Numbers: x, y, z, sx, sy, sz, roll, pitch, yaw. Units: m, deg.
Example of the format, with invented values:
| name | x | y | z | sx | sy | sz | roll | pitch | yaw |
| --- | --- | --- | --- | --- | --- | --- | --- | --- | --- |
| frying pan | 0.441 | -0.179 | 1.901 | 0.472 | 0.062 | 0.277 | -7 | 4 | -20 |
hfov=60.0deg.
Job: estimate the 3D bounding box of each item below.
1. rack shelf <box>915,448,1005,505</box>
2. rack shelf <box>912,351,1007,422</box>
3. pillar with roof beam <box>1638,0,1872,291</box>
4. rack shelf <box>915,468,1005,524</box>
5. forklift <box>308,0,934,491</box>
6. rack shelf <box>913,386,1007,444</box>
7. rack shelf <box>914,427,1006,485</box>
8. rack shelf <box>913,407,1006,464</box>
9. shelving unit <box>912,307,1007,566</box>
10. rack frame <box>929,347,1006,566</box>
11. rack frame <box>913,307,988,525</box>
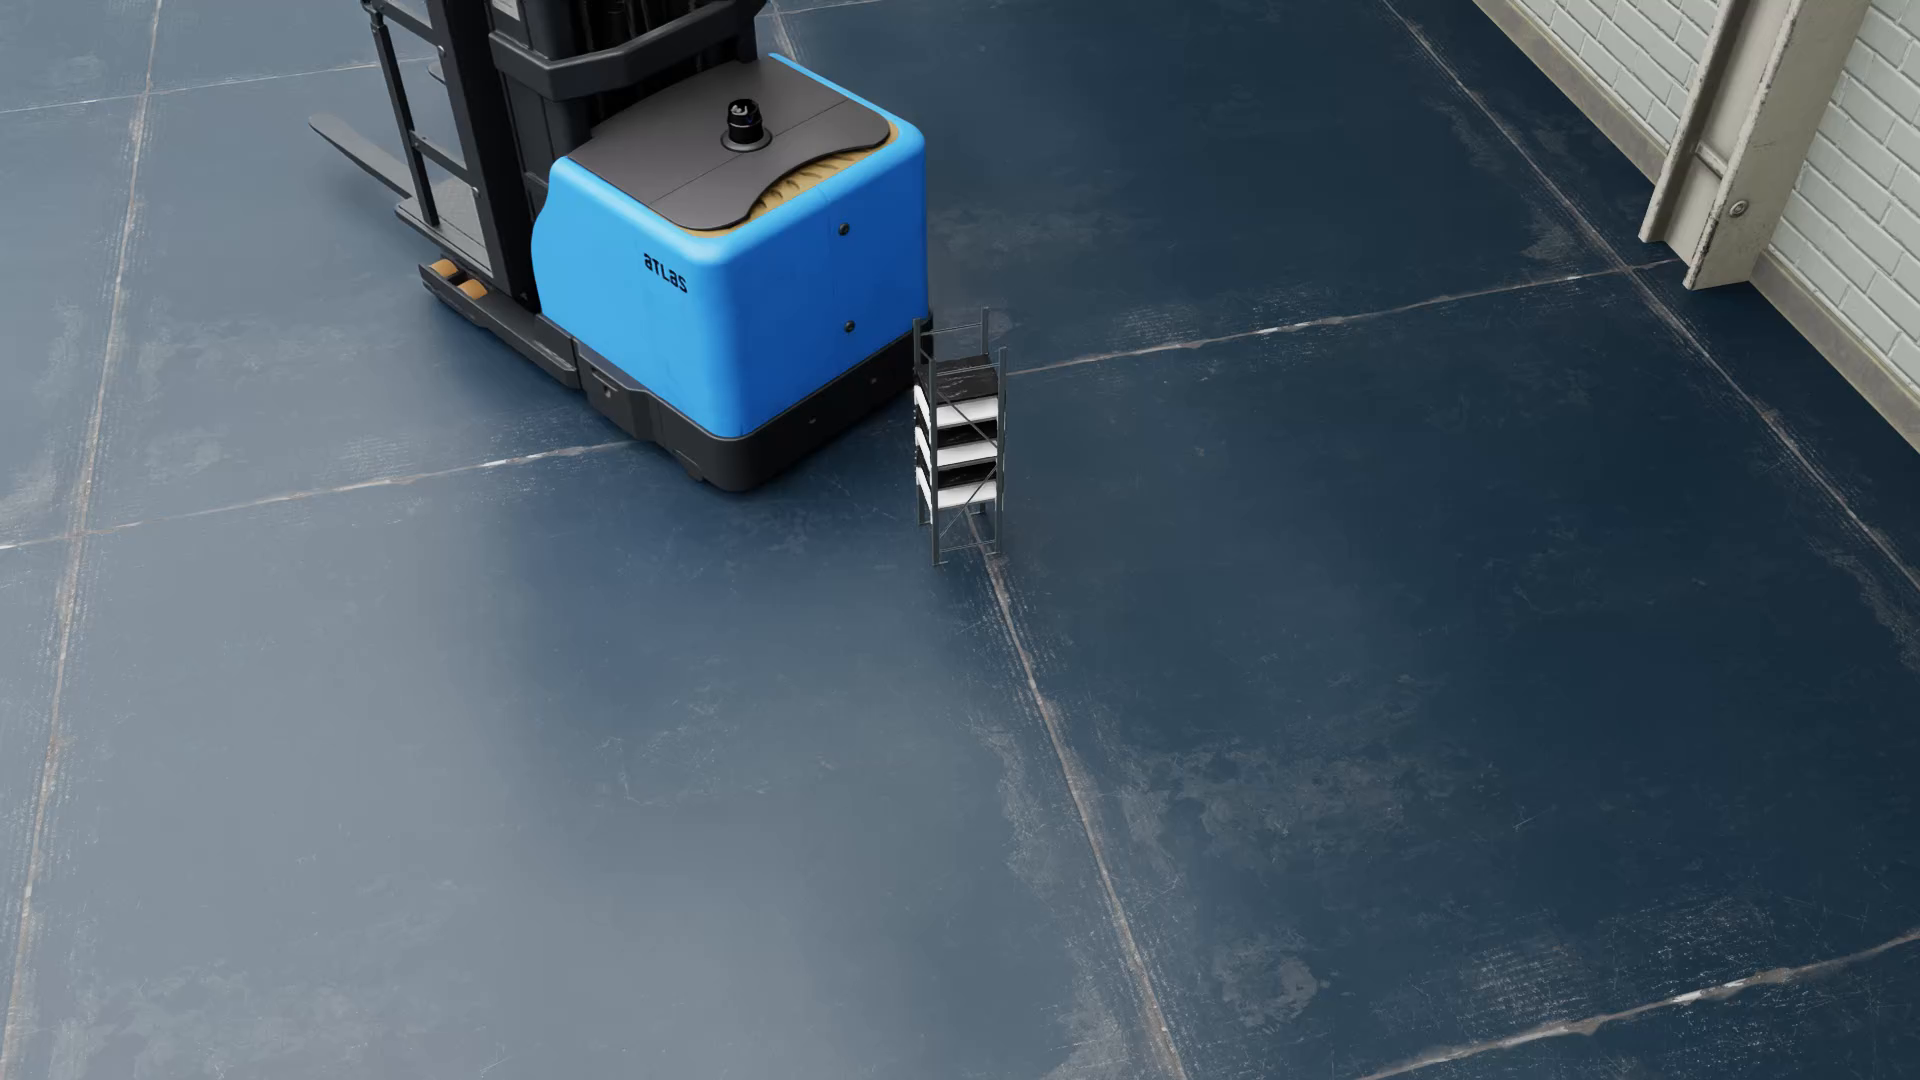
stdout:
| name | x | y | z | sx | sy | sz | roll | pitch | yaw |
| --- | --- | --- | --- | --- | --- | --- | --- | --- | --- |
| rack shelf | -0.002 | -0.234 | 5.522 | 0.258 | 0.077 | 0.200 | -11 | 47 | -10 |
| rack shelf | -0.002 | -0.486 | 5.265 | 0.258 | 0.077 | 0.200 | -11 | 47 | -10 |
| pillar with roof beam | -1.107 | -3.539 | 2.917 | 9.100 | 9.000 | 0.400 | -11 | 47 | -10 |
| rack shelf | -0.002 | -0.171 | 5.586 | 0.258 | 0.077 | 0.200 | -11 | 47 | -10 |
| forklift | -1.514 | -2.130 | 5.785 | 3.031 | 2.935 | 1.130 | 34 | 55 | 29 |
| rack shelf | -0.002 | -0.423 | 5.329 | 0.258 | 0.077 | 0.200 | -11 | 47 | -10 |
| rack shelf | -0.002 | -0.297 | 5.458 | 0.258 | 0.077 | 0.200 | -11 | 47 | -10 |
| rack shelf | -0.002 | -0.360 | 5.394 | 0.258 | 0.077 | 0.200 | -11 | 47 | -10 |
| shelving unit | -0.002 | -0.321 | 5.434 | 0.258 | 0.900 | 0.210 | -11 | 47 | -10 |
| rack frame | 0.024 | -0.250 | 5.365 | 0.240 | 0.900 | 0.006 | -11 | 47 | -10 |
| rack frame | -0.028 | -0.391 | 5.503 | 0.240 | 0.900 | 0.006 | -11 | 47 | -10 |
